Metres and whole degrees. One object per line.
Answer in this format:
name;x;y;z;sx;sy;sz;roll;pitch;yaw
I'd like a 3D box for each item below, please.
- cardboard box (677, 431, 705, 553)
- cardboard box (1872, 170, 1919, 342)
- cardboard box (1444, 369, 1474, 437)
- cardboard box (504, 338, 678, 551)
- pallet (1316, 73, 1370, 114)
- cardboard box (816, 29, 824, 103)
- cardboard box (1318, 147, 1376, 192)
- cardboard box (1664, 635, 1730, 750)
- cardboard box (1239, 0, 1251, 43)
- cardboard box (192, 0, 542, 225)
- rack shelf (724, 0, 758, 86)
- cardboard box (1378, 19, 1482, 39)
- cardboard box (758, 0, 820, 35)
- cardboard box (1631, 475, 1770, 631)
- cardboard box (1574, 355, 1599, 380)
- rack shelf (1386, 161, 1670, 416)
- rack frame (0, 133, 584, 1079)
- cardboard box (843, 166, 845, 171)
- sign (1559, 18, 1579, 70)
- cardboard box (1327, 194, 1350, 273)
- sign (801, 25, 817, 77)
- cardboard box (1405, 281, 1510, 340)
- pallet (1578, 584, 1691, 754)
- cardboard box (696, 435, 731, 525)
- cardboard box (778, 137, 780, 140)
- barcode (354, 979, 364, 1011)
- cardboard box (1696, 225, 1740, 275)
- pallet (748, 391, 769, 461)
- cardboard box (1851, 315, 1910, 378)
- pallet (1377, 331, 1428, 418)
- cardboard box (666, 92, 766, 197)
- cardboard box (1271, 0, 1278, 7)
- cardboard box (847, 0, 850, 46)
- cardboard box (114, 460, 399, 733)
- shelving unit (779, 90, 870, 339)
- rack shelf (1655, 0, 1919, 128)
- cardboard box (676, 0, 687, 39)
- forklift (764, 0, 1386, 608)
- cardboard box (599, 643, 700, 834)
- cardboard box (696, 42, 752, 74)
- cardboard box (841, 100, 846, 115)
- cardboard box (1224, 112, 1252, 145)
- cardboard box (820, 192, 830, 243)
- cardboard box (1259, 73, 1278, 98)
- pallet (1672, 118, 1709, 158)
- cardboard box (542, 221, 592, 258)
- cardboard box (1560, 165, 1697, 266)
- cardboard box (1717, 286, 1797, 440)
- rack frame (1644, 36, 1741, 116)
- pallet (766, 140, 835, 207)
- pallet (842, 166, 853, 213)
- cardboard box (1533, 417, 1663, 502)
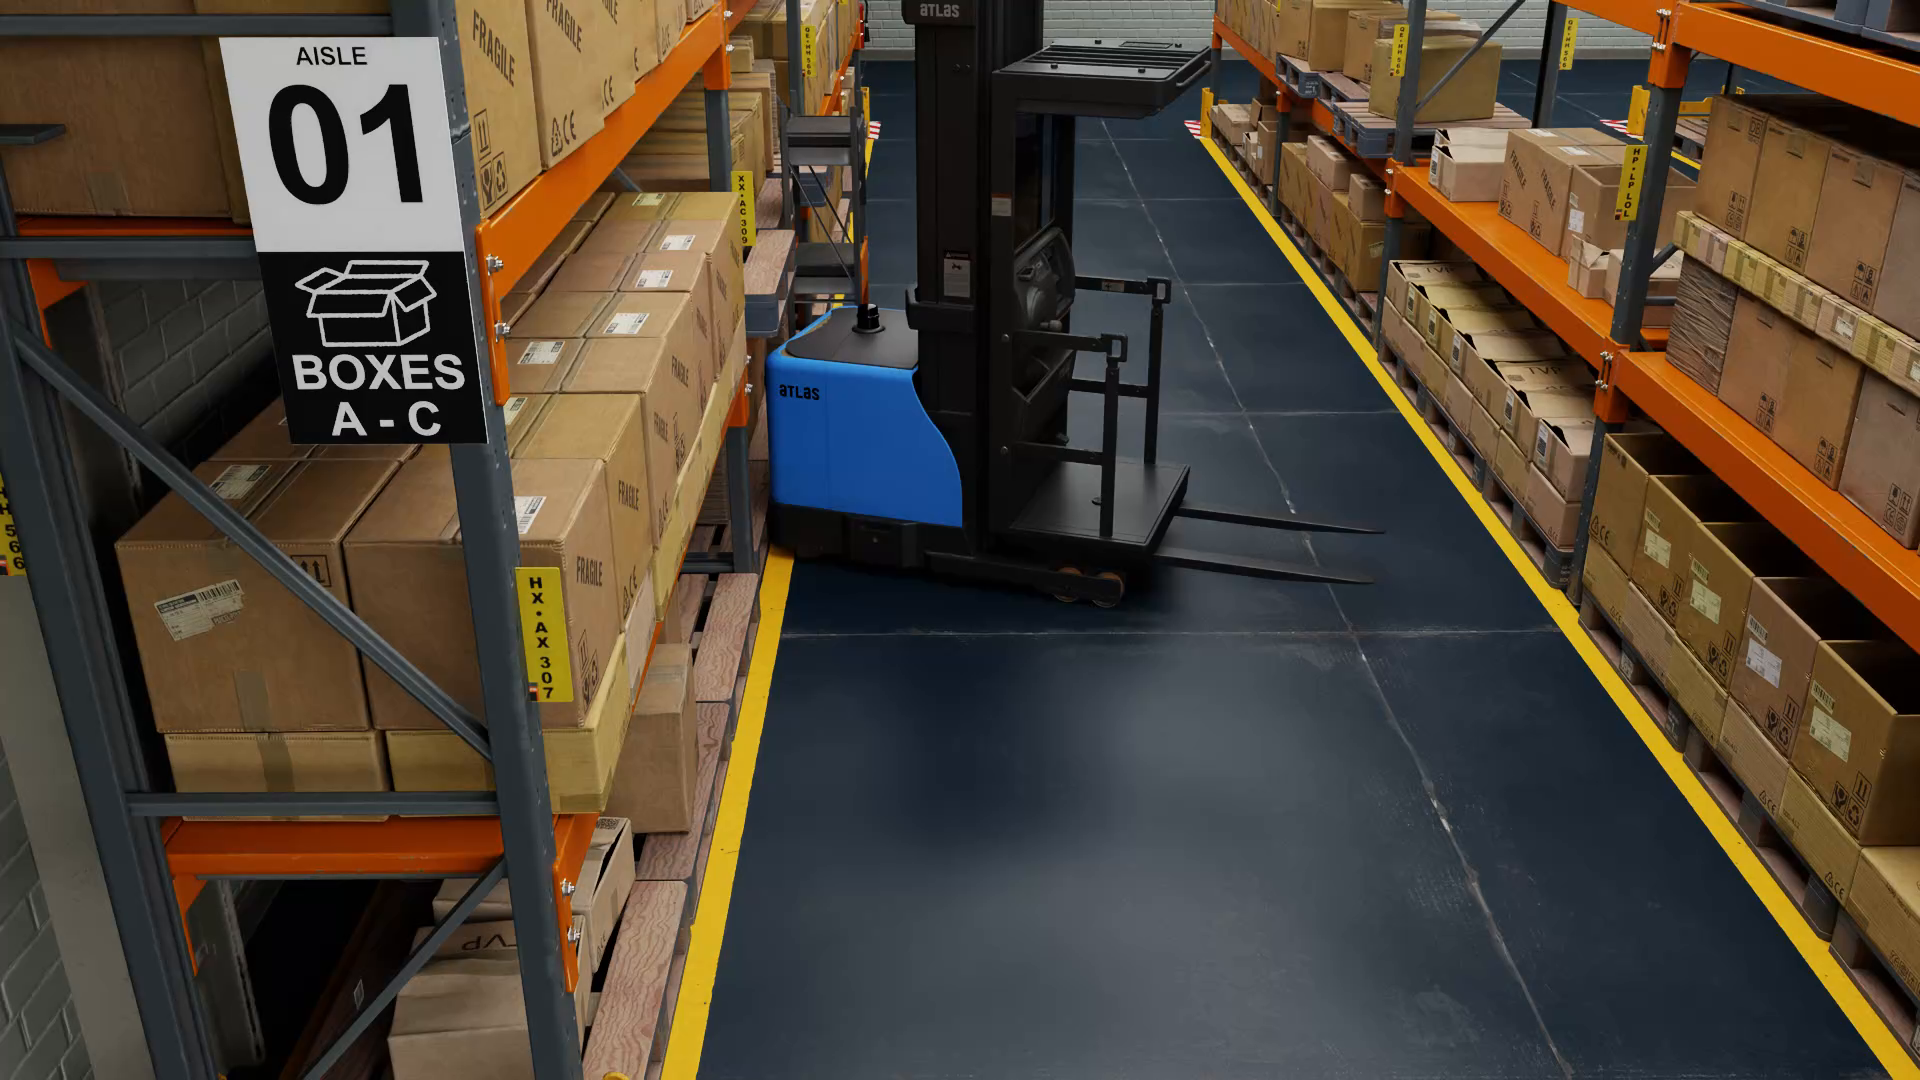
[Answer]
cardboard box;-1.156;-0.171;5.646;0.500;0.250;0.500;0;24;0
cardboard box;3.492;-0.901;5.406;0.700;0.500;0.500;0;24;-1
cardboard box;3.156;-0.805;9.716;0.500;0.250;0.500;0;24;1
cardboard box;-1.144;-0.293;5.005;0.500;0.500;0.500;-1;24;-2
pallet;3.395;-3.430;12.926;1.003;0.211;1.213;0;24;-1
cardboard box;-1.282;-3.504;12.350;0.500;0.500;0.500;0;24;-1
cardboard box;3.156;-2.948;13.218;0.500;0.250;0.500;-1;24;-2
cardboard box;3.167;0.599;6.614;0.500;0.250;0.500;0;24;-1
cardboard box;3.092;-5.248;16.593;0.500;0.500;0.500;0;24;0
cardboard box;-1.199;-0.956;3.438;0.500;0.500;0.500;0;24;1
rack shelf;-1.510;-2.907;8.770;1.077;0.370;4.000;0;24;-1
cardboard box;3.482;-3.589;12.415;0.700;0.500;0.500;4;25;9
cardboard box;-1.295;-3.840;12.183;0.500;0.250;0.500;0;24;0
cardboard box;3.170;0.051;6.915;0.500;0.500;0.500;0;24;-1
cardboard box;3.702;-0.852;9.141;0.500;0.311;0.500;-1;24;-2
rack shelf;3.443;-1.564;9.441;1.077;0.370;4.000;0;24;-1
rack frame;-1.445;0.605;3.773;1.000;3.000;0.127;0;24;-1
cardboard box;-1.484;-3.908;16.275;0.700;0.500;0.500;0;24;-1
sign;3.976;-3.247;10.885;0.100;0.325;0.005;0;24;-1
cardboard box;3.171;-2.375;12.860;0.500;0.500;0.500;-1;24;-2
sign;-0.990;-3.190;10.854;0.100;0.325;0.005;0;24;-1
cardboard box;3.147;-1.476;10.521;0.500;0.311;0.500;-1;24;-2
pallet;3.432;0.531;7.320;1.003;0.211;1.213;0;24;-1
cardboard box;-1.513;-0.408;8.513;0.700;0.500;0.500;1;24;1
cardboard box;-1.304;-2.723;11.412;0.380;0.149;0.250;-1;24;-1
barcode;-1.763;1.334;4.879;0.001;0.075;0.075;0;24;-1
cardboard box;3.277;-1.194;6.841;0.380;0.149;0.250;0;24;0
pallet;-1.515;-0.598;9.816;1.003;0.211;1.213;0;24;-1
cardboard box;3.294;-0.659;5.658;0.380;0.149;0.250;0;24;-1
pallet;3.391;-1.106;10.939;1.003;0.211;1.213;0;24;-1
cardboard box;-1.481;-2.231;9.388;0.700;0.500;0.500;0;24;-1
cardboard box;3.113;-5.072;14.990;0.500;0.500;0.500;0;24;0
cardboard box;-1.586;-5.301;16.467;0.980;0.700;0.700;-1;24;-3
cardboard box;-1.663;0.129;4.073;0.500;0.500;0.500;-1;24;-1
shelving unit;-0.734;-1.398;9.294;0.431;2.100;0.503;0;24;1
rack shelf;3.487;-1.282;5.178;1.077;0.370;4.000;0;24;-1
cardboard box;-1.243;-2.050;5.856;0.500;0.500;0.500;-2;24;-5
forklift;0.596;-1.255;7.969;3.031;2.935;1.130;8;25;16
cardboard box;-1.327;0.720;6.017;0.700;0.500;0.500;-2;24;-4
cardboard box;-1.480;-2.959;10.210;0.380;0.149;0.250;-4;25;-9
cardboard box;-1.303;-4.139;15.997;0.380;0.149;0.250;1;24;1
cardboard box;3.067;-4.322;17.470;0.500;0.250;0.500;0;24;-1
cardboard box;-1.412;-2.568;12.888;0.750;0.750;0.750;0;24;-1
cardboard box;3.586;-4.851;18.335;0.500;0.500;0.500;0;24;-1
pallet;8.257;-4.422;18.272;1.003;0.211;1.213;0;24;-1
cardboard box;-1.690;-0.918;6.388;0.500;0.500;0.500;0;24;-1
cardboard box;3.467;-1.647;8.630;0.500;0.500;0.500;1;24;3
cardboard box;3.488;-0.713;6.565;0.700;0.500;0.500;-1;24;-1
rack frame;8.287;-6.033;18.449;1.000;3.000;0.127;0;24;-1
pallet;-1.418;-2.311;10.453;1.213;0.211;1.003;0;24;-1
pallet;-1.506;-3.383;15.975;1.003;0.211;1.213;0;24;-1
cardboard box;3.174;-0.427;8.201;0.500;0.311;0.500;0;24;-1
